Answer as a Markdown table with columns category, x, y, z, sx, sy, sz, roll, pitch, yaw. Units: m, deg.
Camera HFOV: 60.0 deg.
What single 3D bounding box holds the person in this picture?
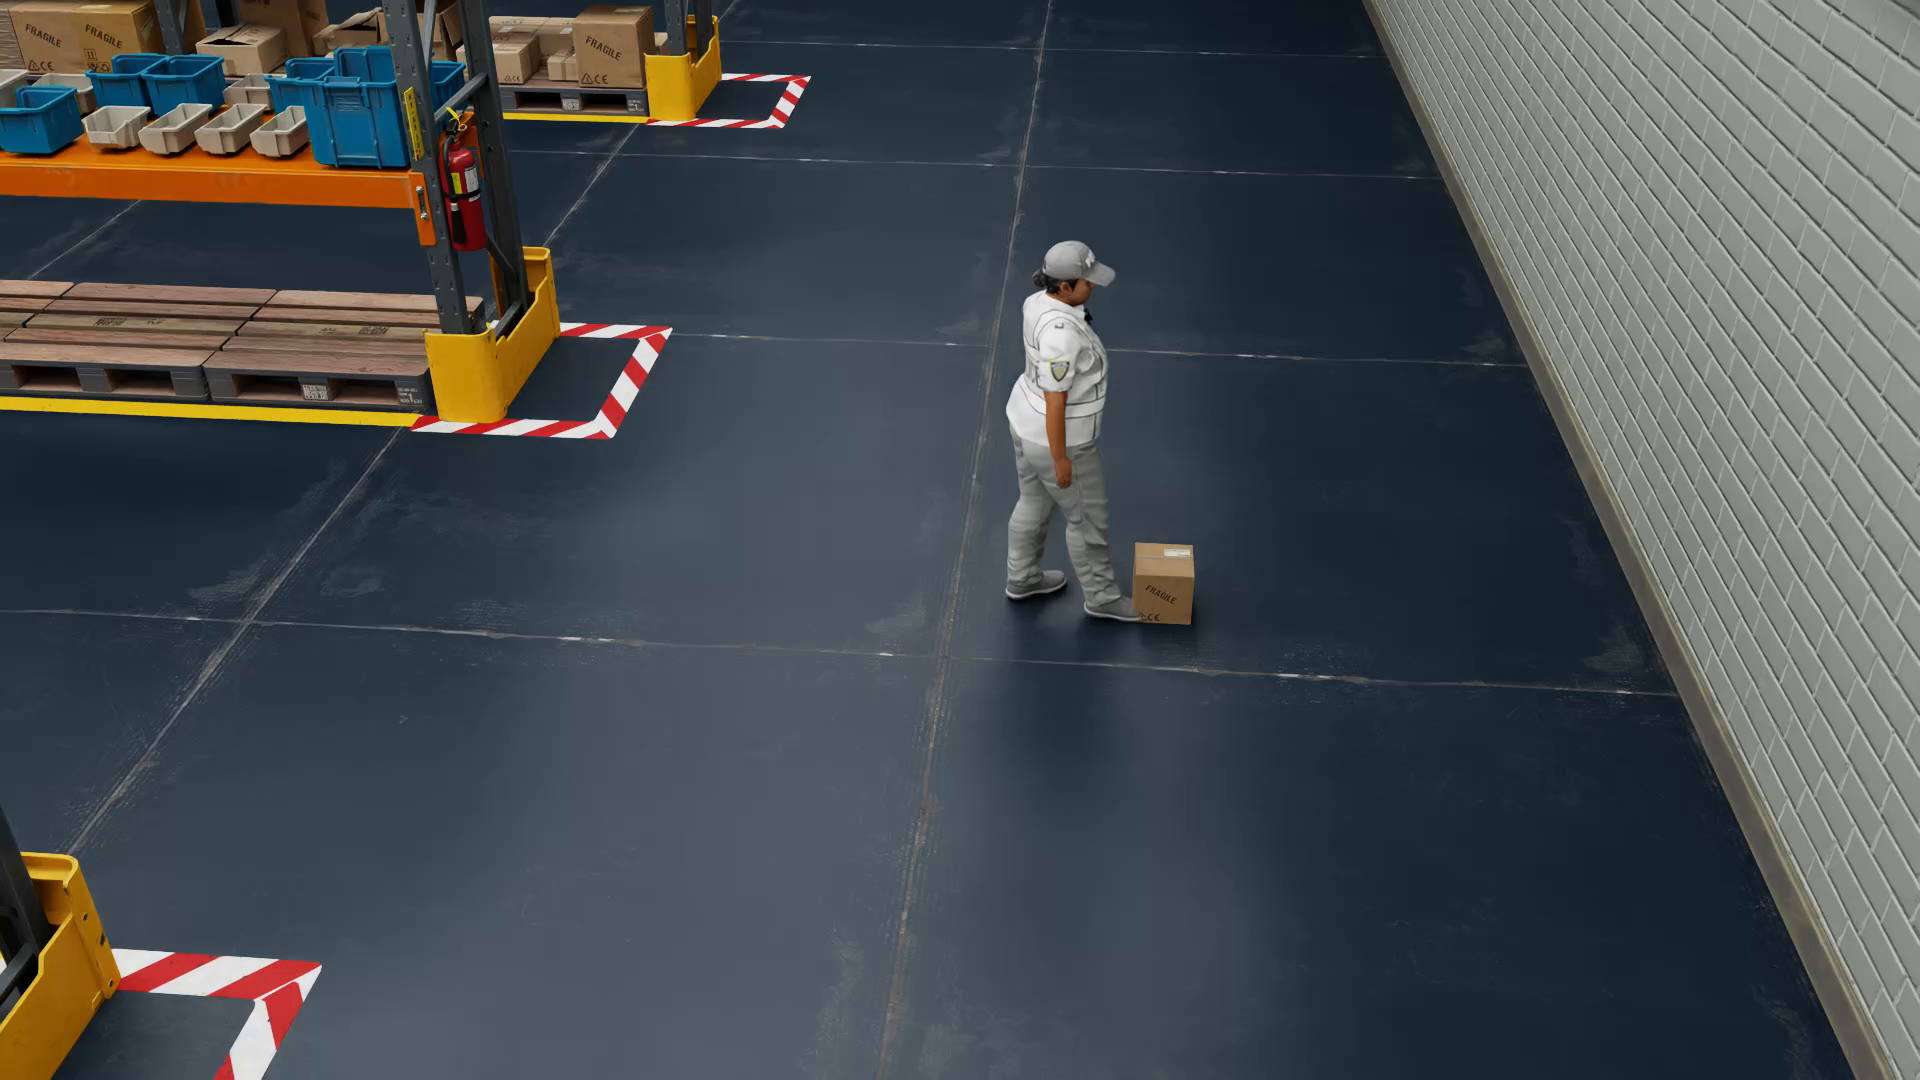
| category | x | y | z | sx | sy | sz | roll | pitch | yaw |
| --- | --- | --- | --- | --- | --- | --- | --- | --- | --- |
| person | 0.499 | -0.454 | 6.840 | 0.597 | 1.657 | 0.509 | -7 | 33 | -11 |
